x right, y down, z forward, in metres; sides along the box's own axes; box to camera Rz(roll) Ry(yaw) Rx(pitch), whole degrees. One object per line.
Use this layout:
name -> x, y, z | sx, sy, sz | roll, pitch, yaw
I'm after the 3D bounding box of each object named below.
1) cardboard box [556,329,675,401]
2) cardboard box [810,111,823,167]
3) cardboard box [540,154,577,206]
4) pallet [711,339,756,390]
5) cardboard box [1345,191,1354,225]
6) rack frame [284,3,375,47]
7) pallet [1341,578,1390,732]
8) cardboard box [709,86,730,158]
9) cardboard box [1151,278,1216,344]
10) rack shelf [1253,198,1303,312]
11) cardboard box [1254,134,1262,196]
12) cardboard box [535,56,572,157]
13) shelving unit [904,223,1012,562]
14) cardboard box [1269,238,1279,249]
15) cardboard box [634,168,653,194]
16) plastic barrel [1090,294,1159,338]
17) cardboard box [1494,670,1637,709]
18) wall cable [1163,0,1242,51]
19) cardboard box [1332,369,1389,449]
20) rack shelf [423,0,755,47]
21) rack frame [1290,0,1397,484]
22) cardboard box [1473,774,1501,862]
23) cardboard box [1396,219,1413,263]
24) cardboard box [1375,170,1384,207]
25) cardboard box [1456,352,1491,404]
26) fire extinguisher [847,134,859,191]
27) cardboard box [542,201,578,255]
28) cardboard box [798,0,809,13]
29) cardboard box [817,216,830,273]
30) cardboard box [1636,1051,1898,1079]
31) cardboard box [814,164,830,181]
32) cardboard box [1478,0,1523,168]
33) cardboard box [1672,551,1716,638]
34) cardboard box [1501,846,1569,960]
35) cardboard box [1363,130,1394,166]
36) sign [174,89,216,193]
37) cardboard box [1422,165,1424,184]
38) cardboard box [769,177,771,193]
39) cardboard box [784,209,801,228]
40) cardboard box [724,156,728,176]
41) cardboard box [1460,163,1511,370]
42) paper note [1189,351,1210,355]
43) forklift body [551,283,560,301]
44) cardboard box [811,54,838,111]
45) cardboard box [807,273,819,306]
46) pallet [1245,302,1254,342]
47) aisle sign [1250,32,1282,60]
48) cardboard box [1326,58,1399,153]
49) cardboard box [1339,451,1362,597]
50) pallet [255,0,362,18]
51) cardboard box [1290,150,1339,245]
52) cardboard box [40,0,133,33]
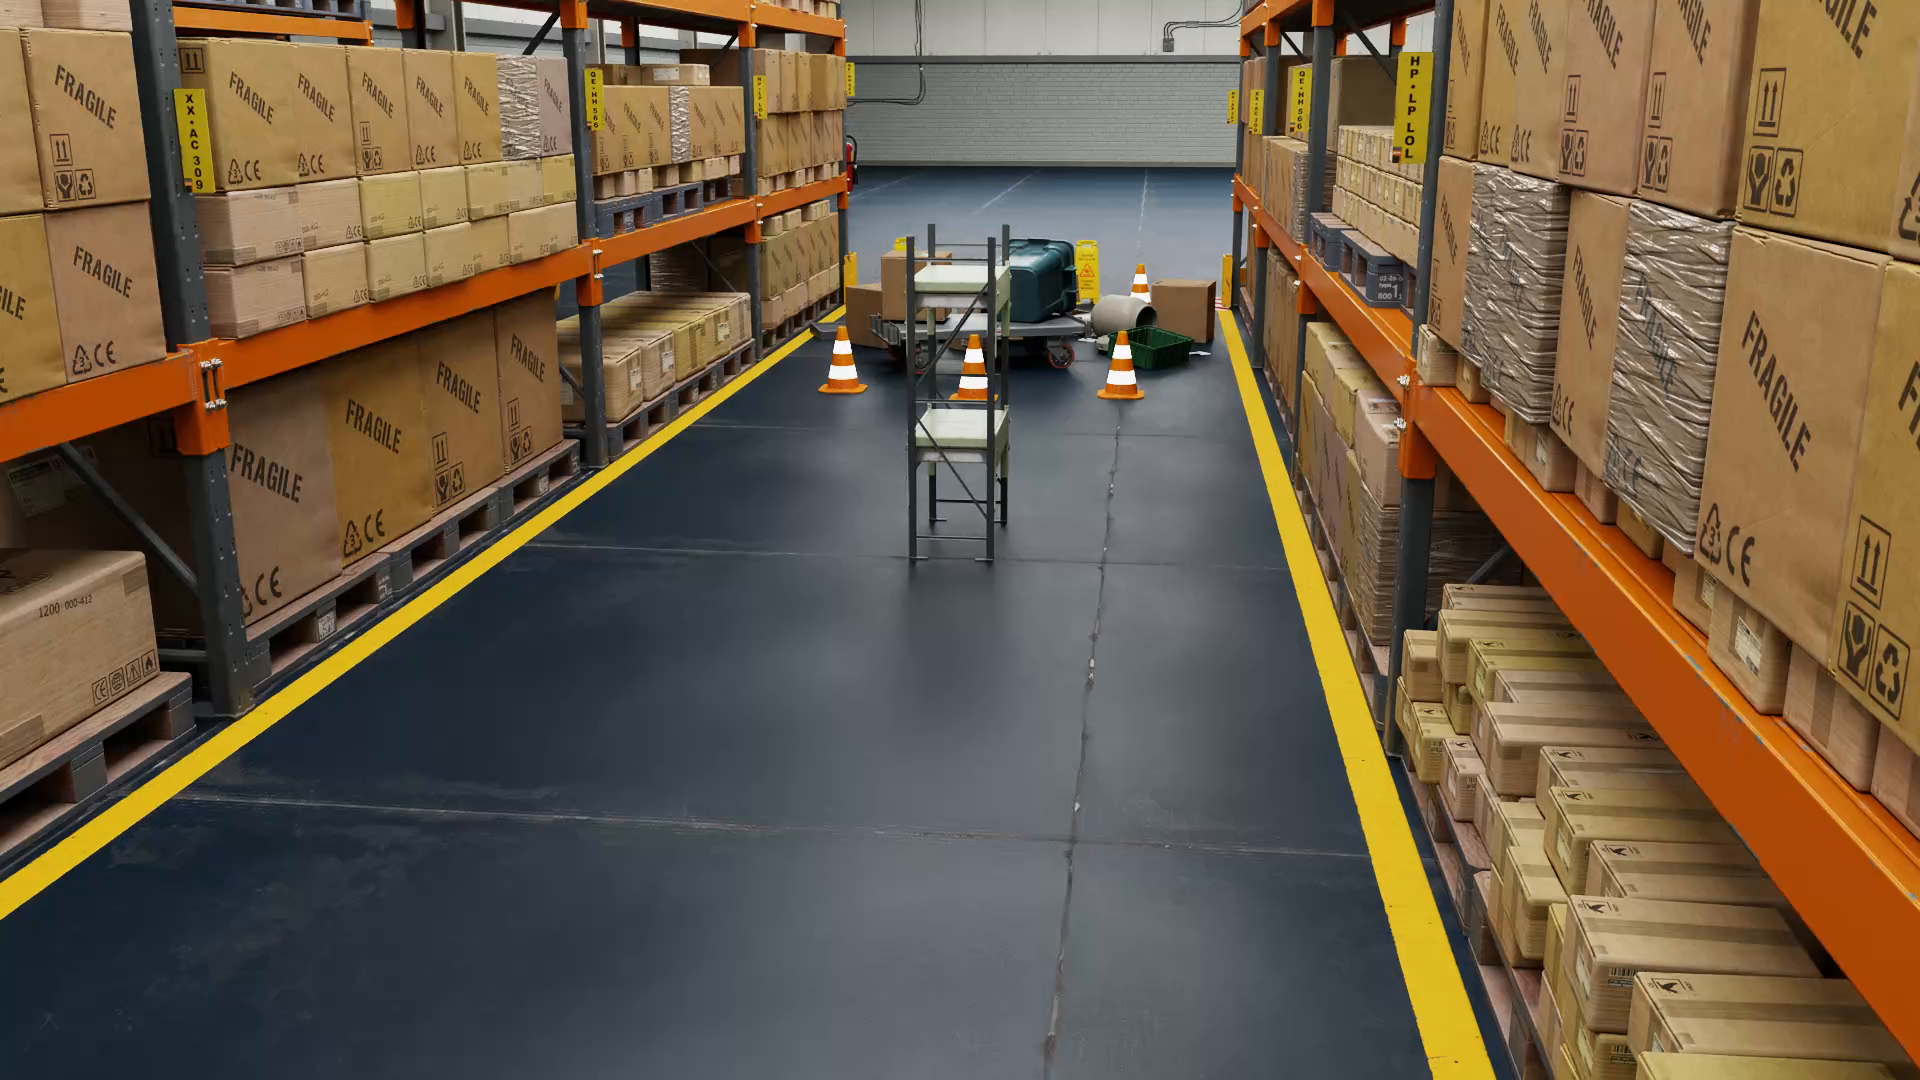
cardboard box -> -2.417, -1.154, 10.914 | 0.950, 0.372, 0.625 | 1, 15, 5
cardboard box -> -1.571, -3.741, 15.487 | 0.500, 0.500, 0.500 | 2, 15, 6
cardboard box -> -2.368, -1.918, 8.838 | 0.500, 0.250, 0.500 | 2, 15, 6
pallet -> -2.201, -1.371, 12.830 | 1.003, 0.211, 1.213 | 2, 15, 6
cardboard box -> 2.053, -1.594, 7.988 | 0.380, 0.149, 0.250 | 2, 15, 9
rack frame -> -6.595, -4.102, 17.586 | 1.000, 3.000, 0.127 | 2, 15, 6
pallet -> 1.999, 0.419, 6.208 | 1.003, 0.211, 1.213 | 2, 15, 6
cardboard box -> -1.993, -3.059, 12.162 | 0.500, 0.500, 0.500 | 2, 15, 7
cardboard box -> 1.971, -2.027, 14.697 | 0.500, 0.500, 0.500 | 4, 16, 16
rack shelf -> 2.590, -1.934, 10.946 | 1.077, 0.370, 4.000 | 2, 15, 6
cardboard box -> 2.885, -3.112, 13.636 | 0.875, 0.550, 0.550 | 2, 15, 6
cardboard box -> -2.364, -2.271, 8.708 | 0.500, 0.500, 0.500 | 1, 15, 5
shelving unit -> 0.001, -0.726, 7.973 | 0.431, 1.500, 0.755 | 2, 15, 6
cardboard box -> 2.956, -2.138, 13.588 | 0.875, 0.875, 0.875 | 2, 15, 7
cardboard box -> -2.151, -2.255, 10.432 | 0.380, 0.149, 0.250 | 2, 15, 7
plastic barrel -> 1.420, -1.896, 14.362 | 0.421, 0.421, 0.512 | -14, 20, -42
cardboard box -> 1.592, 0.450, 4.270 | 0.380, 0.149, 0.250 | 1, 15, 5
wall cable -> 6.893, -16.708, 46.197 | 2.305, 6.003, 0.169 | 2, 15, 6
cardboard box -> 1.863, -0.554, 7.013 | 0.500, 0.250, 0.500 | 1, 15, 4
rack shelf -> -2.340, -3.502, 10.997 | 1.077, 0.370, 4.000 | 2, 15, 6
rack frame -> 2.364, -1.763, 8.934 | 1.000, 3.000, 0.127 | 2, 15, 6
cardboard box -> 1.567, 0.736, 4.352 | 0.380, 0.149, 0.250 | 1, 15, 5
cardboard box -> 1.848, -1.112, 6.206 | 0.380, 0.149, 0.250 | 1, 15, 3
cardboard box -> 1.940, -1.464, 6.936 | 0.380, 0.149, 0.250 | 2, 15, 8
cardboard box -> 1.601, -0.471, 4.638 | 0.380, 0.149, 0.250 | 2, 15, 8
fire extinguisher -> -1.192, -3.936, 17.119 | 0.296, 0.674, 0.183 | 2, 15, 6
cardboard box -> -2.365, -1.671, 8.882 | 0.500, 0.250, 0.500 | 1, 15, 4
cardboard box -> -1.554, -4.783, 14.840 | 0.380, 0.149, 0.250 | 2, 15, 6
cardboard box -> -1.550, -2.843, 15.958 | 0.500, 0.500, 0.500 | 2, 15, 8
cardboard box -> 1.258, 0.920, 2.532 | 0.380, 0.149, 0.250 | 1, 15, 5
cardboard box -> -1.460, -3.530, 15.951 | 0.380, 0.149, 0.250 | 2, 15, 7
cardboard box -> 1.577, -1.155, 4.010 | 0.500, 0.500, 0.500 | 1, 15, 5
cardboard box -> 1.361, 0.078, 2.610 | 0.380, 0.149, 0.250 | 1, 15, 4
cardboard box -> 1.391, 0.789, 3.584 | 0.380, 0.149, 0.250 | 2, 15, 7
cardboard box -> 2.001, -1.745, 7.405 | 0.380, 0.149, 0.250 | 2, 15, 9
sign -> -2.465, -1.285, 5.357 | 0.100, 0.325, 0.005 | 2, 15, 6
cardboard box -> 1.794, -1.273, 5.661 | 0.380, 0.149, 0.250 | 1, 15, 5
cardboard box -> -1.783, -2.938, 13.760 | 0.380, 0.149, 0.250 | 2, 15, 8
cardboard box -> -1.622, -2.849, 14.736 | 0.380, 0.149, 0.250 | 3, 15, 9
cardboard box -> -1.945, -2.792, 12.416 | 0.380, 0.149, 0.250 | 1, 15, 5
cardboard box -> 1.558, -0.667, 4.122 | 0.500, 0.500, 0.500 | 2, 15, 6
paper note -> 1.992, -1.568, 13.901 | 0.147, 0.020, 0.142 | -10, 18, -32
forklift body -> -4.996, -3.147, 15.680 | 2.313, 2.155, 1.214 | 2, 15, 6
cardboard box -> -1.523, -4.226, 15.368 | 0.700, 0.500, 0.500 | 2, 15, 6
cardboard box -> -1.606, -2.345, 15.550 | 0.500, 0.250, 0.500 | 1, 15, 4
pallet -> 3.114, -1.966, 15.029 | 1.003, 0.211, 1.213 | 2, 15, 6
aisle sign -> 2.977, -5.120, 16.368 | 0.394, 0.787, 0.004 | 2, 15, 6
cardboard box -> 2.425, -2.410, 9.220 | 0.700, 0.500, 0.500 | 2, 15, 6
cardboard box -> 1.804, -0.054, 6.598 | 0.500, 0.500, 0.500 | 1, 15, 5
pallet -> -6.701, -5.325, 16.531 | 1.003, 0.211, 1.213 | 2, 15, 6
cardboard box -> 2.148, -1.936, 9.382 | 0.500, 0.500, 0.500 | 2, 15, 6
cardboard box -> -2.735, -1.599, 4.981 | 0.380, 0.149, 0.250 | 1, 15, 5
